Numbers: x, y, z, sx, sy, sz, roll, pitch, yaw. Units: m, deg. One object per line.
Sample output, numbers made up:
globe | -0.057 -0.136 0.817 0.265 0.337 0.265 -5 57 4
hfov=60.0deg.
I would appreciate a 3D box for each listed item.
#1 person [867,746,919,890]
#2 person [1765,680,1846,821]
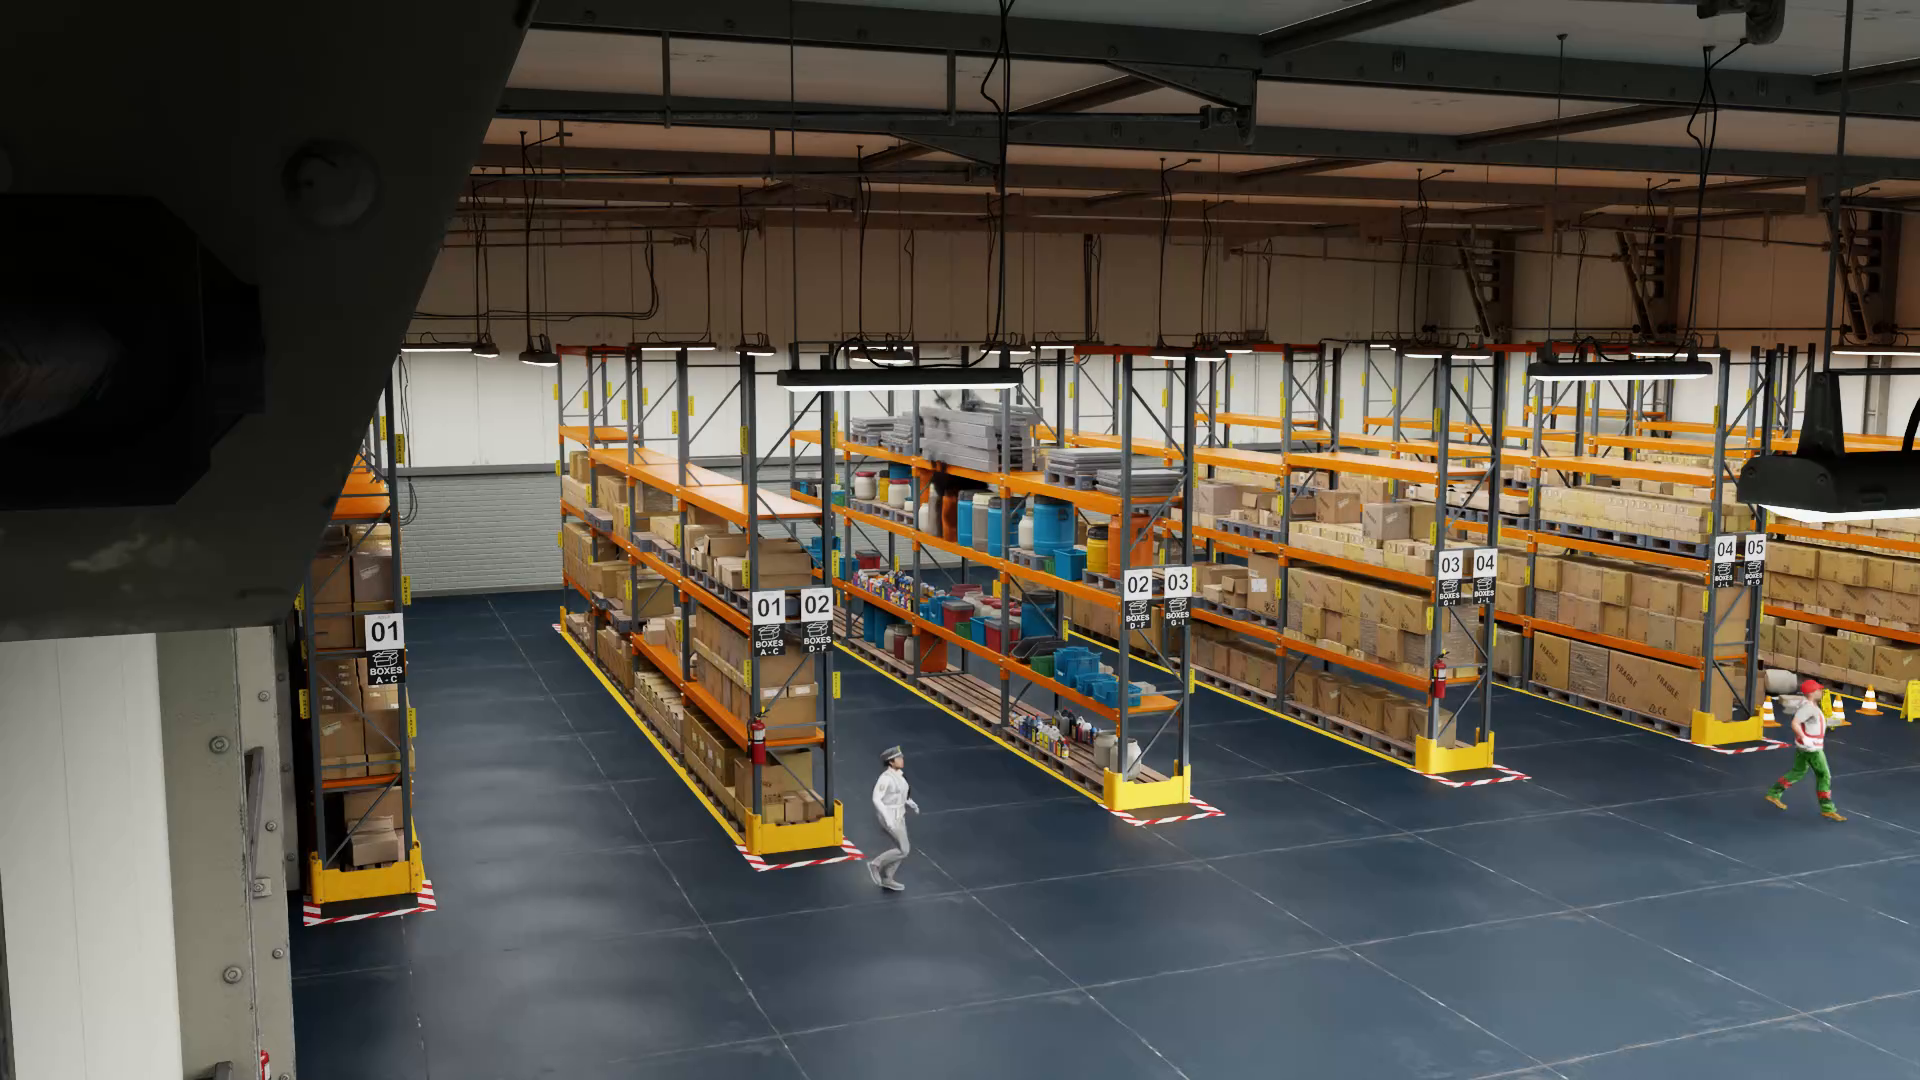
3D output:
person | -0.757 3.133 18.819 0.543 1.666 0.634 2 7 13
person | 10.972 2.694 21.488 0.950 1.801 0.658 2 8 16
